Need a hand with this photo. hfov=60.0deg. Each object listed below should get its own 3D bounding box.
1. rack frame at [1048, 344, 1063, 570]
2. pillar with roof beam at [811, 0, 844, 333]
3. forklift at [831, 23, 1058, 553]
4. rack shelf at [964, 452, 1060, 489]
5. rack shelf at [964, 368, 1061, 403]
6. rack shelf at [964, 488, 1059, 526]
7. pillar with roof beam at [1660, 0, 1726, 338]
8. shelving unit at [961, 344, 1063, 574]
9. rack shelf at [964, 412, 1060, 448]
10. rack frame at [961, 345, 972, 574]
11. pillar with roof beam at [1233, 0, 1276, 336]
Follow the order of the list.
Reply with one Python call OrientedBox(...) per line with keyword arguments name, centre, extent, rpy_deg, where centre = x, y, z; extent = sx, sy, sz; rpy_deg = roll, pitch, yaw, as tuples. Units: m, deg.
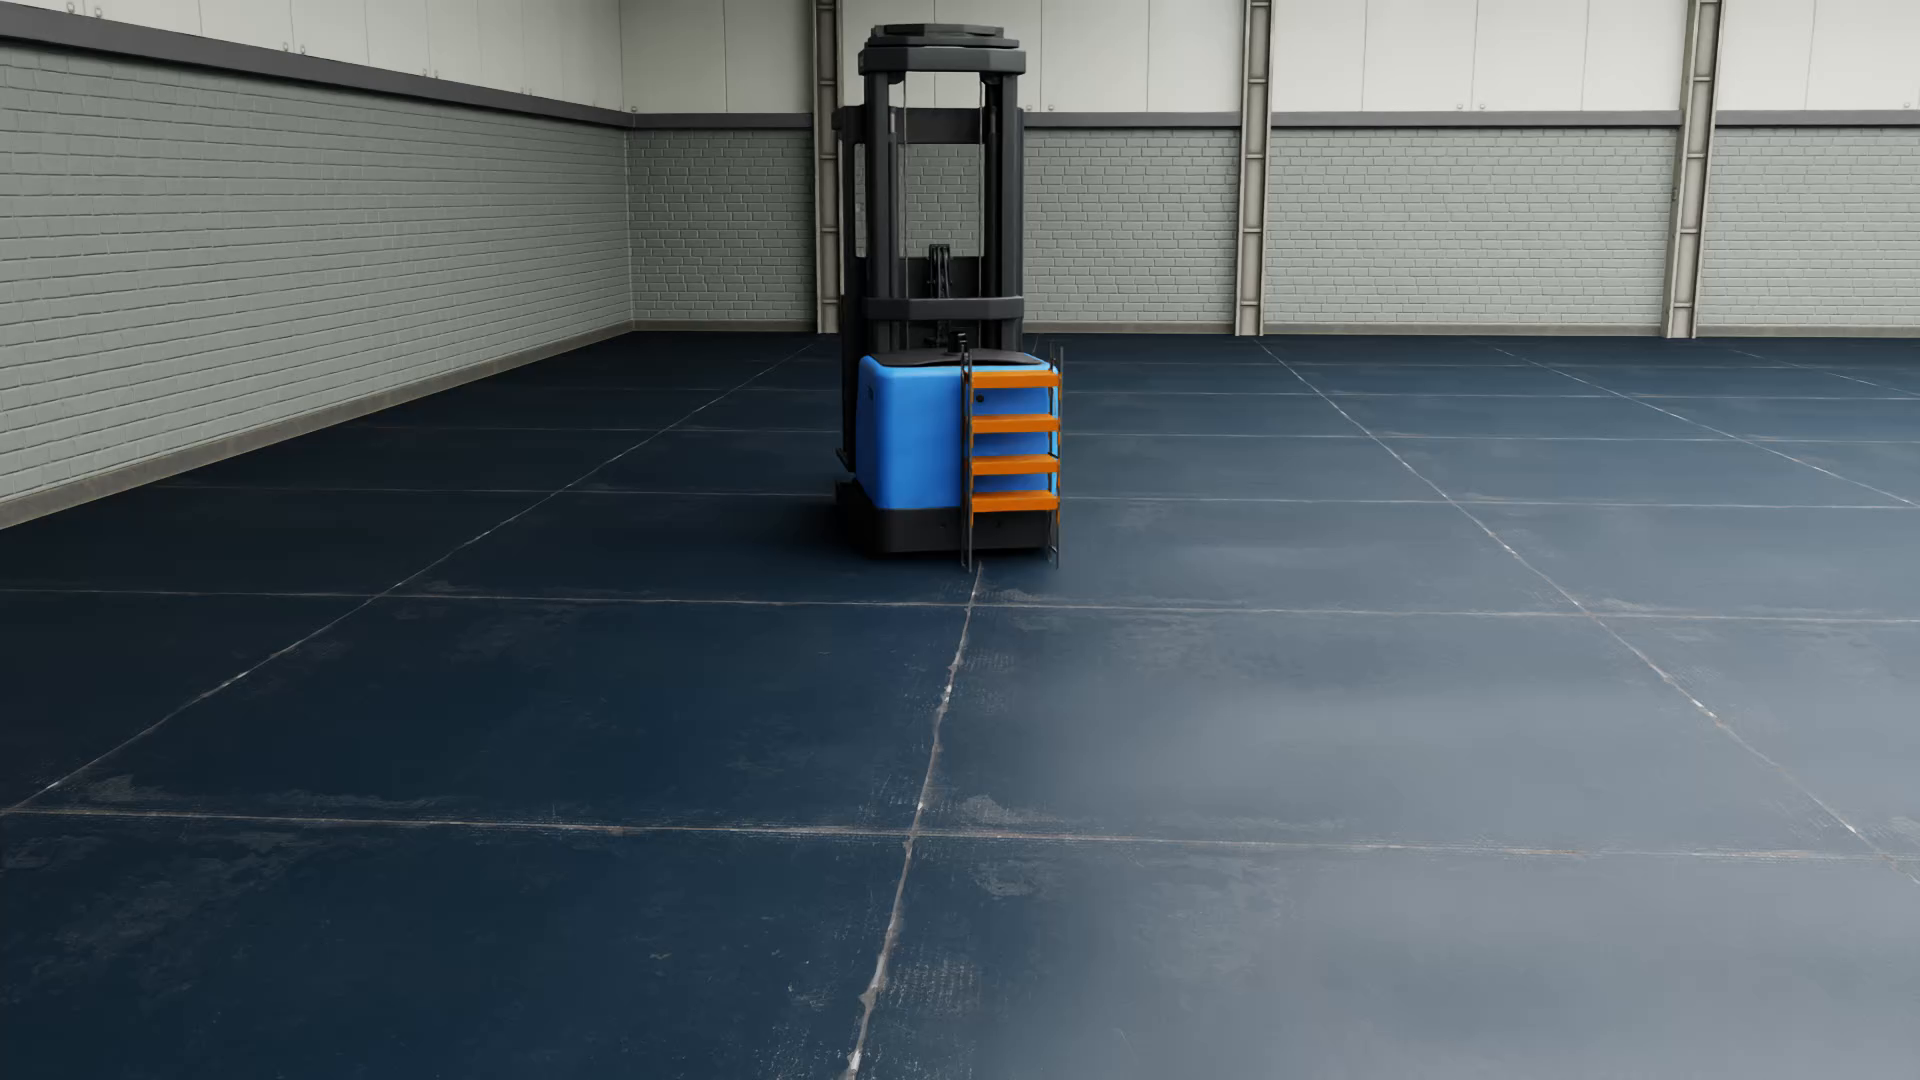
OrientedBox(name="rack frame", centre=(0.514, -0.449, 8.985), extent=(0.015, 1.200, 0.240), rpy_deg=(-2, 12, -10))
OrientedBox(name="pillar with roof beam", centre=(-2.147, -6.549, 19.097), extent=(0.400, 9.000, 9.100), rpy_deg=(1, 12, 4))
OrientedBox(name="forklift", centre=(-0.202, -1.616, 10.333), extent=(1.130, 2.935, 3.031), rpy_deg=(-2, 12, -10))
OrientedBox(name="rack shelf", centre=(0.274, -0.375, 8.957), extent=(0.480, 0.148, 0.258), rpy_deg=(-2, 12, -10))
OrientedBox(name="rack shelf", centre=(0.274, -0.825, 8.862), extent=(0.480, 0.148, 0.258), rpy_deg=(-2, 12, -10))
OrientedBox(name="rack shelf", centre=(0.274, -0.180, 8.997), extent=(0.480, 0.148, 0.258), rpy_deg=(-2, 12, -10))
OrientedBox(name="pillar with roof beam", centre=(9.826, -6.385, 18.312), extent=(0.400, 9.000, 9.100), rpy_deg=(1, 12, 4))
OrientedBox(name="shelving unit", centre=(0.274, -0.440, 8.943), extent=(0.503, 1.200, 0.258), rpy_deg=(-2, 12, -10))
OrientedBox(name="rack shelf", centre=(0.274, -0.593, 8.911), extent=(0.480, 0.148, 0.258), rpy_deg=(-2, 12, -10))
OrientedBox(name="rack frame", centre=(0.034, -0.431, 8.900), extent=(0.015, 1.200, 0.240), rpy_deg=(-2, 12, -10))
OrientedBox(name="pillar with roof beam", centre=(3.839, -6.467, 18.704), extent=(0.400, 9.000, 9.100), rpy_deg=(1, 12, 4))
